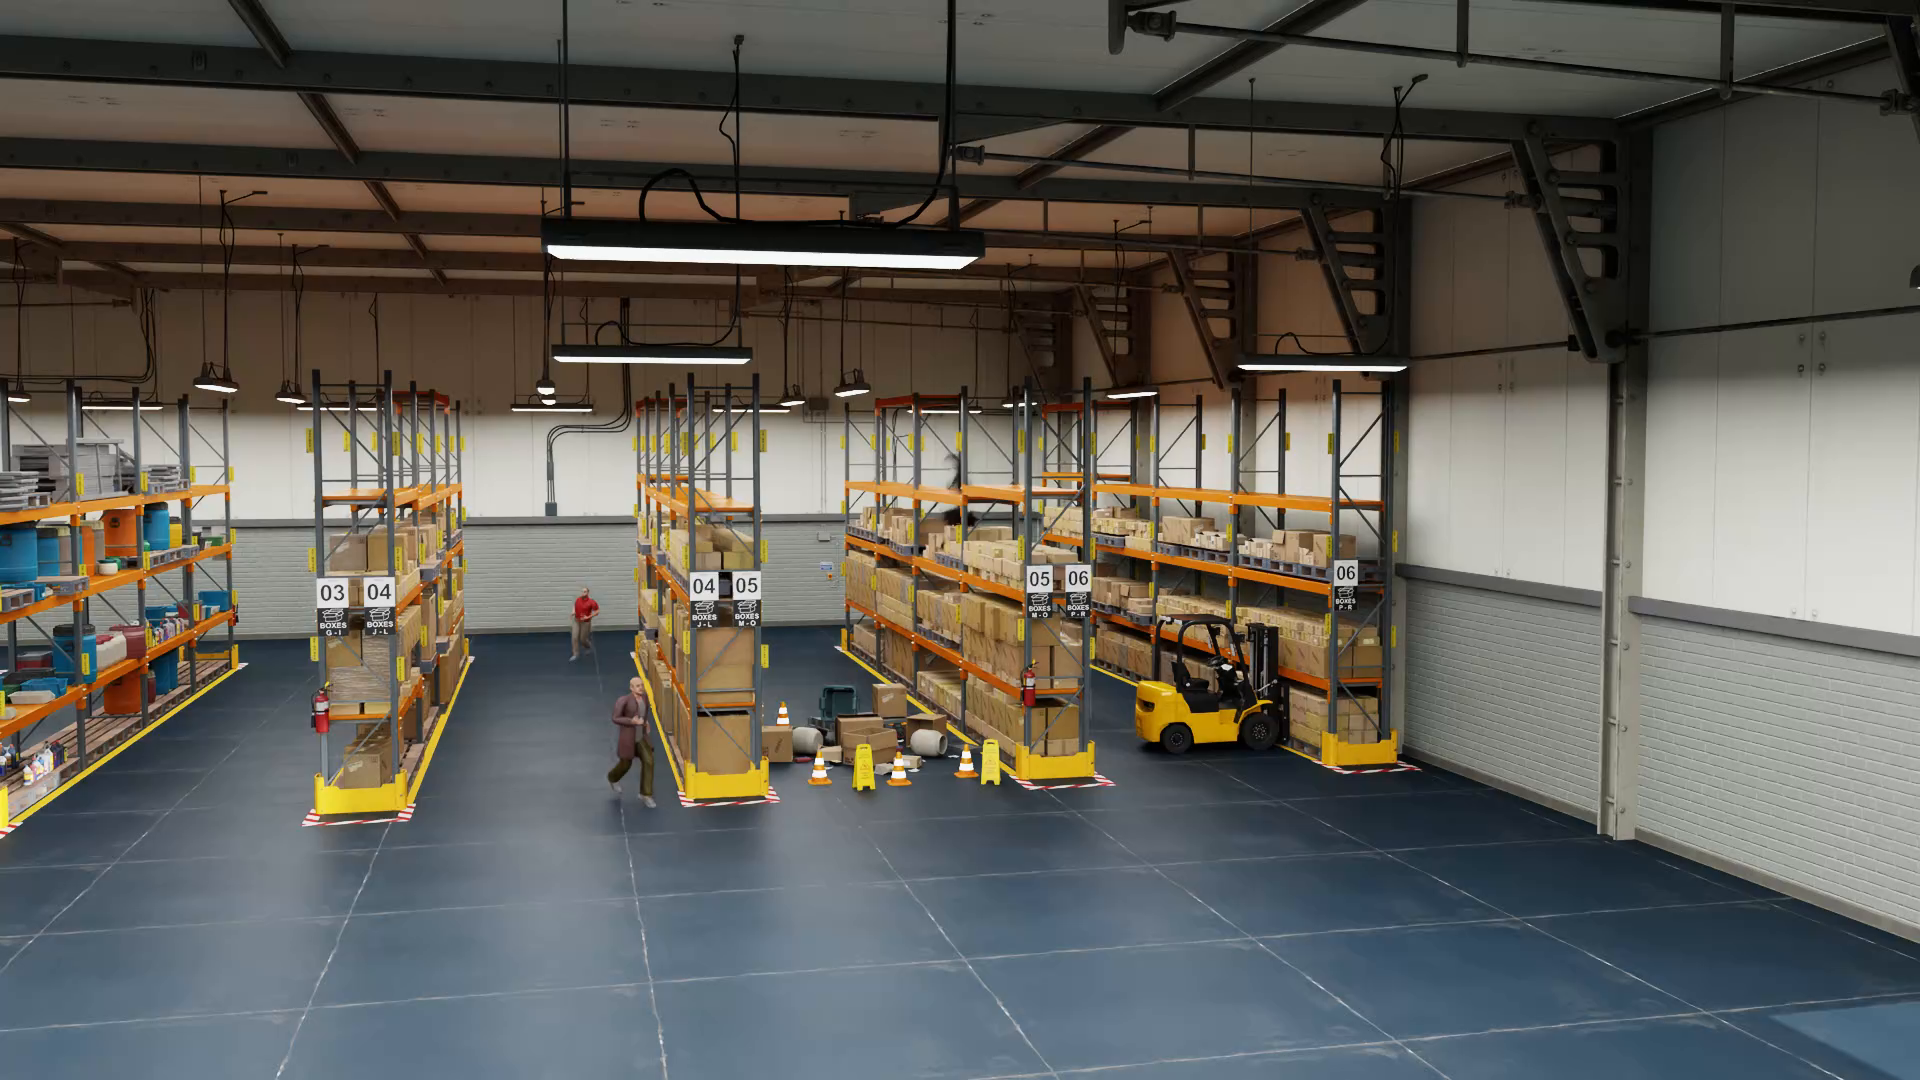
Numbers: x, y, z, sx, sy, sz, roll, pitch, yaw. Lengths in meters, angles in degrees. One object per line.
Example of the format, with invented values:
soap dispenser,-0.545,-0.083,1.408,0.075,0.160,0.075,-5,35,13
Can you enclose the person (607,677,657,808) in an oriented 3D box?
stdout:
person,-4.589,2.796,23.188,1.090,1.801,0.723,3,5,45

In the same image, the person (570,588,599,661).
person,-8.726,1.944,38.686,0.707,1.686,0.755,1,3,18
